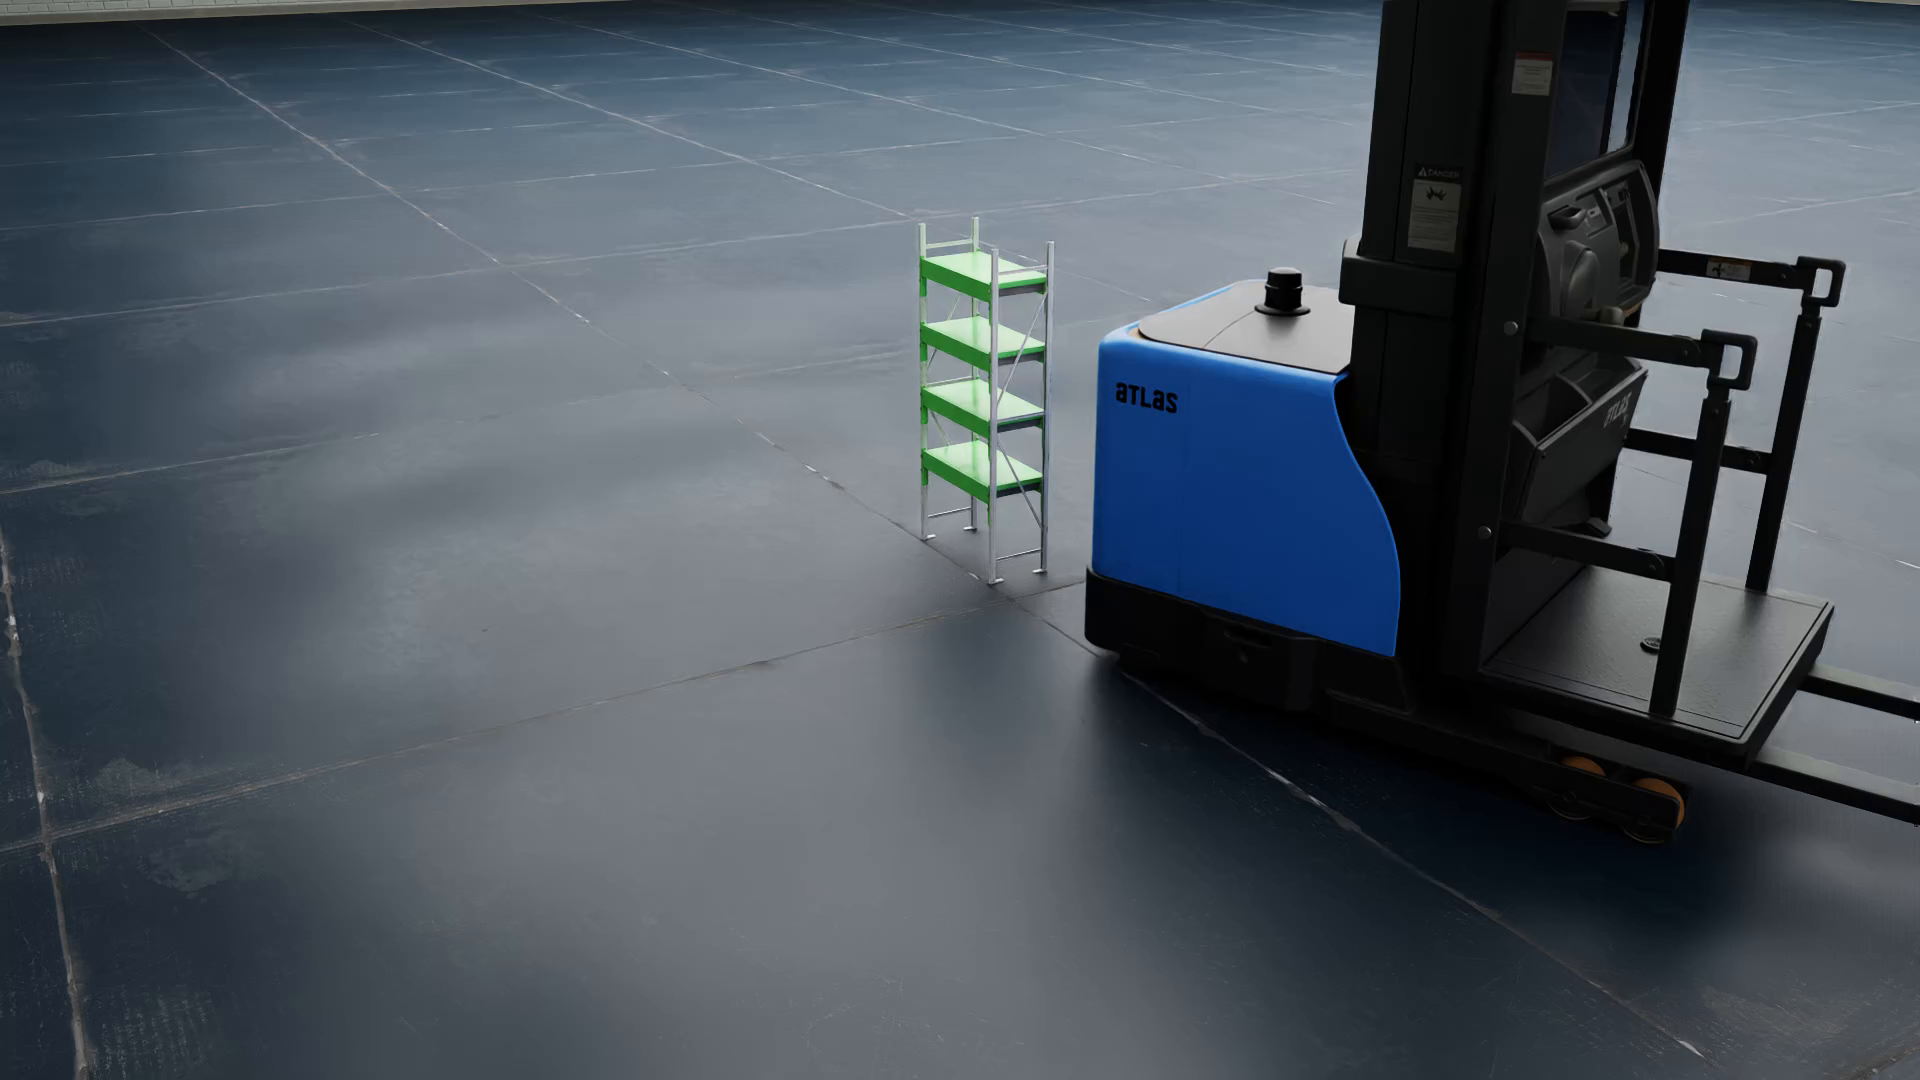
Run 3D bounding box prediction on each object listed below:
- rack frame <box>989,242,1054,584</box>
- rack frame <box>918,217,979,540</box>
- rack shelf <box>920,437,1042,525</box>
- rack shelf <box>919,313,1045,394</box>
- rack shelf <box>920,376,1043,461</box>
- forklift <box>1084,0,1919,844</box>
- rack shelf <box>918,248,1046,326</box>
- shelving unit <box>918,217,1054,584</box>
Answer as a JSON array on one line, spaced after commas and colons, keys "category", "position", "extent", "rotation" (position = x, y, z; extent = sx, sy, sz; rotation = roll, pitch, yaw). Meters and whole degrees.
[{"category": "rack frame", "position": [0.209, -0.423, 5.759], "extent": [0.240, 1.200, 0.015], "rotation": [-13, 25, -28]}, {"category": "rack frame", "position": [-0.040, -0.581, 6.148], "extent": [0.240, 1.200, 0.015], "rotation": [-13, 25, -28]}, {"category": "rack shelf", "position": [0.085, -0.221, 6.068], "extent": [0.258, 0.148, 0.480], "rotation": [-13, 25, -28]}, {"category": "rack shelf", "position": [0.085, -0.665, 5.887], "extent": [0.258, 0.148, 0.480], "rotation": [-13, 25, -28]}, {"category": "rack shelf", "position": [0.085, -0.443, 5.978], "extent": [0.258, 0.148, 0.480], "rotation": [-13, 25, -28]}, {"category": "forklift", "position": [1.884, -0.790, 4.362], "extent": [3.031, 2.935, 1.130], "rotation": [16, 27, 34]}, {"category": "rack shelf", "position": [0.085, -0.888, 5.797], "extent": [0.258, 0.148, 0.480], "rotation": [-13, 25, -28]}, {"category": "shelving unit", "position": [0.085, -0.502, 5.954], "extent": [0.258, 1.200, 0.503], "rotation": [-13, 25, -28]}]
